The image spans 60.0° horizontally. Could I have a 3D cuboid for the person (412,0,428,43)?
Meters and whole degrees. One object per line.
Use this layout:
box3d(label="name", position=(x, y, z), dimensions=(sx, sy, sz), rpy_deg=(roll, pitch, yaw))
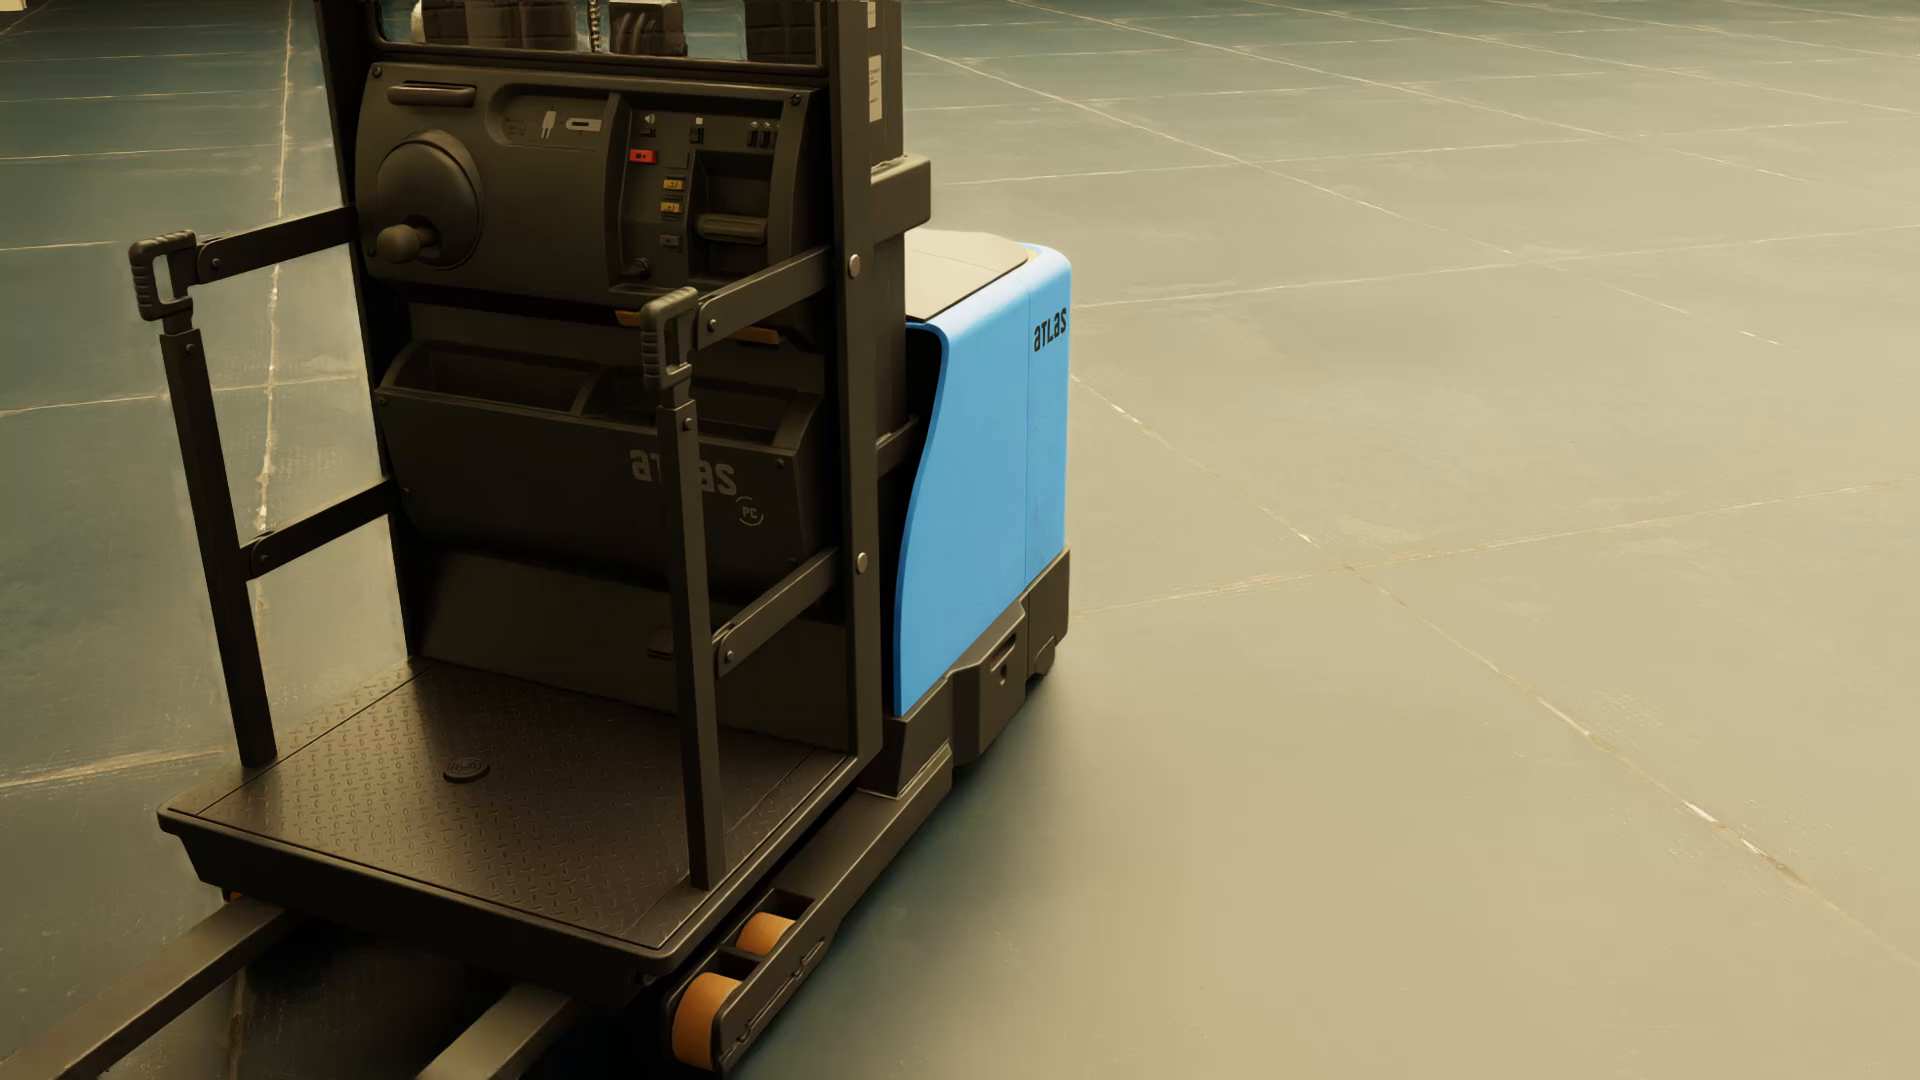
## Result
box3d(label="person", position=(-1.418, -0.883, 5.197), dimensions=(1.015, 1.625, 0.541), rpy_deg=(20, 30, 39))

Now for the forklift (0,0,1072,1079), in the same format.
box3d(label="forklift", position=(-0.770, -0.618, 2.767), dimensions=(1.130, 2.935, 3.031), rpy_deg=(10, 25, 22))
